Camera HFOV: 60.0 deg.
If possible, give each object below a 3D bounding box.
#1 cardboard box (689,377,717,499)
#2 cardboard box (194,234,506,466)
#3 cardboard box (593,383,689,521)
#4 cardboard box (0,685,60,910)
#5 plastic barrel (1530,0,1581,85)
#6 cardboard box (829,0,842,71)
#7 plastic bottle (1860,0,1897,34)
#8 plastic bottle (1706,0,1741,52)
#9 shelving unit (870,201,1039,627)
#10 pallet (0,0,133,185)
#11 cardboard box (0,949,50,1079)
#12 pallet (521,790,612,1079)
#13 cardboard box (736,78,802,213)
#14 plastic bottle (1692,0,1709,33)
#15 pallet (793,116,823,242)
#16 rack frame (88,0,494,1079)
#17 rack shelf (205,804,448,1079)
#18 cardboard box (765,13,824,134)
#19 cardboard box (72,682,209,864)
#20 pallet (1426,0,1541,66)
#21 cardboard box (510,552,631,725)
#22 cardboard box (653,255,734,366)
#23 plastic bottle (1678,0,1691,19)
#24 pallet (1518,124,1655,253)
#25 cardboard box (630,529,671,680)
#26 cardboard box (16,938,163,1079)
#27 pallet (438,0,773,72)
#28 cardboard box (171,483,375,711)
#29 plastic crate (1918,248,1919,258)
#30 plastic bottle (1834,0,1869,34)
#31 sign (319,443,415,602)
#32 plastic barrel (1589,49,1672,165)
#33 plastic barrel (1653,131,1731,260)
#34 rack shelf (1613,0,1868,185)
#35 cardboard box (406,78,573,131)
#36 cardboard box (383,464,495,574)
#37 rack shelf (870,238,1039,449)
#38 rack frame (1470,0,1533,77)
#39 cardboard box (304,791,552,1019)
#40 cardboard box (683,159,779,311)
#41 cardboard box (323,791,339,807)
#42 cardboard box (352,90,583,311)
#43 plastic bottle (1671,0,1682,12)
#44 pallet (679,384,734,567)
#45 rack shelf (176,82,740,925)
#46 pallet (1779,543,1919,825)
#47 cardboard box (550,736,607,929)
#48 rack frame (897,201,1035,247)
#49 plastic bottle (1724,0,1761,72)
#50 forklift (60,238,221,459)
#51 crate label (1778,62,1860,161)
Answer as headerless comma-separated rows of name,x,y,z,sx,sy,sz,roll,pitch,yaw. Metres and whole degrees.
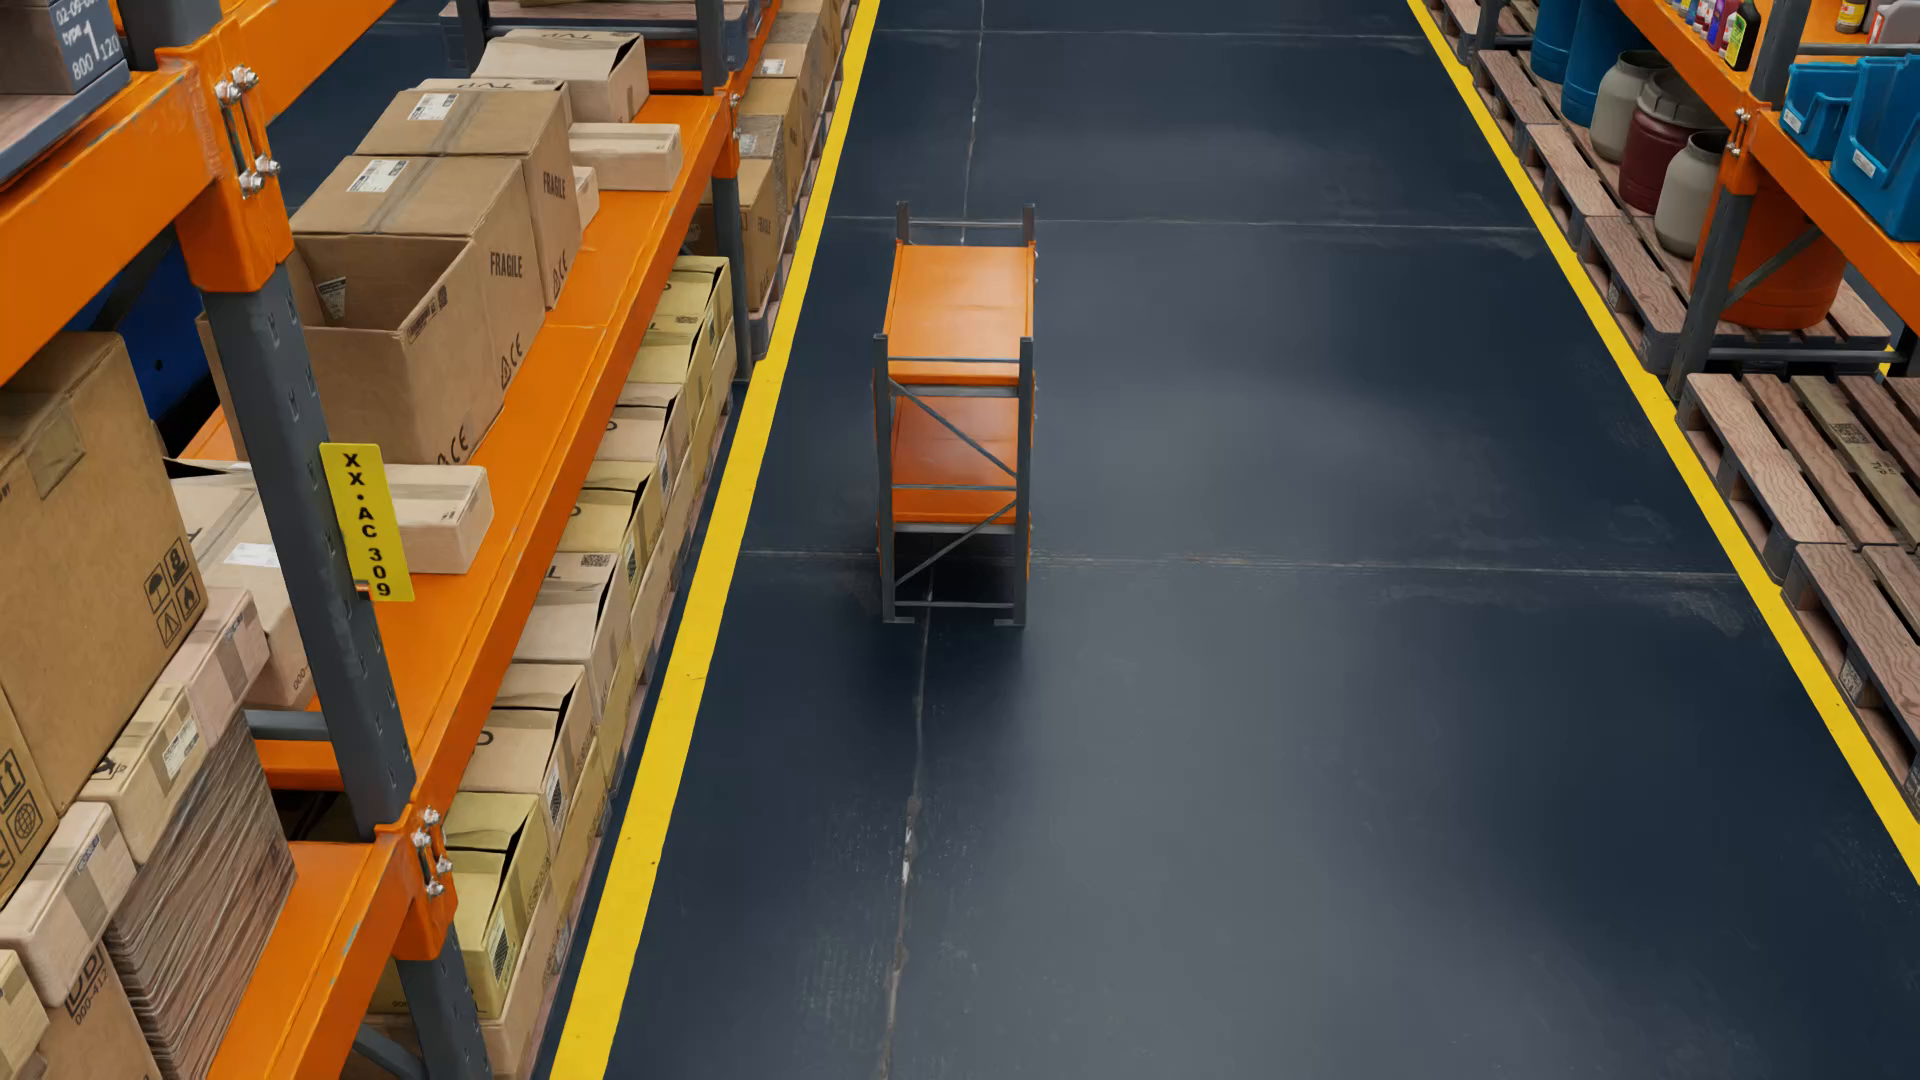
cardboard box,-1.205,-0.392,6.226,0.500,0.250,0.500,1,35,1
cardboard box,-1.503,-0.436,4.175,0.500,0.500,0.500,4,35,5
cardboard box,-1.223,-0.331,5.650,0.500,0.311,0.500,1,35,2
cardboard box,-1.601,0.322,1.967,0.700,0.500,0.500,1,35,2
plastic barrel,3.661,-3.132,9.558,0.600,0.901,0.708,1,35,2
cardboard box,-0.983,-3.115,9.865,0.500,0.500,0.500,1,35,2
plastic bottle,3.898,-2.289,7.006,0.152,0.276,0.135,1,35,2
plastic bottle,3.138,-2.160,6.816,0.061,0.283,0.133,1,35,2
shelving unit,0.000,-0.464,5.932,0.538,1.125,1.048,1,35,2
pallet,-1.579,-0.352,1.610,1.003,0.211,1.213,1,35,2
cardboard box,-1.397,0.647,2.070,0.380,0.149,0.250,1,35,2
pallet,-1.580,1.065,4.551,1.003,0.211,1.213,1,35,2
cardboard box,-1.066,-1.951,8.208,0.500,0.500,0.500,1,35,1
plastic bottle,3.165,-2.248,7.013,0.097,0.201,0.097,0,35,0
pallet,-1.291,-1.936,8.821,1.003,0.211,1.213,1,35,2
rack frame,-1.574,0.349,3.145,0.949,2.616,0.053,1,35,2
rack shelf,-1.651,1.792,1.717,1.077,0.370,4.000,1,35,2
cardboard box,-1.032,-2.543,9.051,0.500,0.500,0.500,2,35,2
cardboard box,-1.380,0.345,2.499,0.380,0.149,0.250,1,35,1
pallet,3.690,-3.414,10.924,1.003,0.211,1.213,1,35,2
cardboard box,-1.260,0.256,4.816,0.500,0.311,0.500,0,35,0
cardboard box,-1.185,-0.919,6.488,0.500,0.311,0.500,2,35,3
plastic bottle,3.173,-2.360,7.172,0.097,0.201,0.097,0,35,0
pallet,3.581,-1.845,8.692,1.003,0.211,1.213,1,35,2
cardboard box,-1.246,0.192,5.394,0.500,0.250,0.500,2,35,3
cardboard box,-1.597,0.866,2.322,0.700,0.500,0.500,1,35,1
pallet,-1.453,-2.262,7.027,1.213,0.211,1.003,1,35,2
cardboard box,-1.595,0.126,3.592,0.500,0.250,0.500,3,35,5
plastic crate,3.168,-0.938,4.920,0.402,0.464,0.583,1,35,2
plastic bottle,3.773,-2.251,7.017,0.097,0.201,0.097,0,35,0
sign,-1.016,-0.026,2.857,0.100,0.325,0.005,1,35,2
plastic barrel,3.520,-2.244,8.632,0.421,0.512,0.421,0,35,0
plastic barrel,3.475,-1.595,7.709,0.421,0.512,0.421,0,35,0
rack shelf,3.619,-2.688,8.091,1.077,0.370,4.000,1,35,2
cardboard box,-1.640,-1.404,5.716,0.500,0.311,0.500,1,35,1
cardboard box,-1.331,-0.053,3.935,0.380,0.149,0.250,1,35,2
rack shelf,0.000,-0.704,5.764,0.538,0.278,1.000,1,35,2
rack frame,3.700,-4.131,9.519,1.000,3.000,0.127,1,35,2
cardboard box,-1.305,0.841,3.984,0.500,0.311,0.500,1,35,2
cardboard box,-1.106,-1.362,7.370,0.500,0.500,0.500,3,35,4
cardboard box,-1.826,0.534,4.420,0.500,0.311,0.500,2,35,3
cardboard box,-1.461,-1.026,5.014,0.500,0.500,0.500,0,35,-1
plastic bottle,3.177,-2.445,7.232,0.097,0.271,0.097,0,35,0
pallet,-1.482,-0.337,6.545,1.003,0.211,1.213,1,35,2
rack shelf,-1.491,-0.506,4.987,1.077,0.370,4.000,1,35,2
pallet,3.417,0.451,5.424,1.003,0.211,1.213,1,35,2
cardboard box,-1.285,0.782,4.555,0.500,0.250,0.500,2,35,3
rack frame,0.021,-0.756,6.348,0.500,1.125,0.032,1,35,2
plastic bottle,3.129,-2.028,6.628,0.061,0.283,0.133,1,35,2
forklift,-4.553,-1.534,5.883,3.031,2.935,1.130,4,35,6
crate label,3.148,-1.531,5.965,0.303,0.233,0.416,1,35,2
